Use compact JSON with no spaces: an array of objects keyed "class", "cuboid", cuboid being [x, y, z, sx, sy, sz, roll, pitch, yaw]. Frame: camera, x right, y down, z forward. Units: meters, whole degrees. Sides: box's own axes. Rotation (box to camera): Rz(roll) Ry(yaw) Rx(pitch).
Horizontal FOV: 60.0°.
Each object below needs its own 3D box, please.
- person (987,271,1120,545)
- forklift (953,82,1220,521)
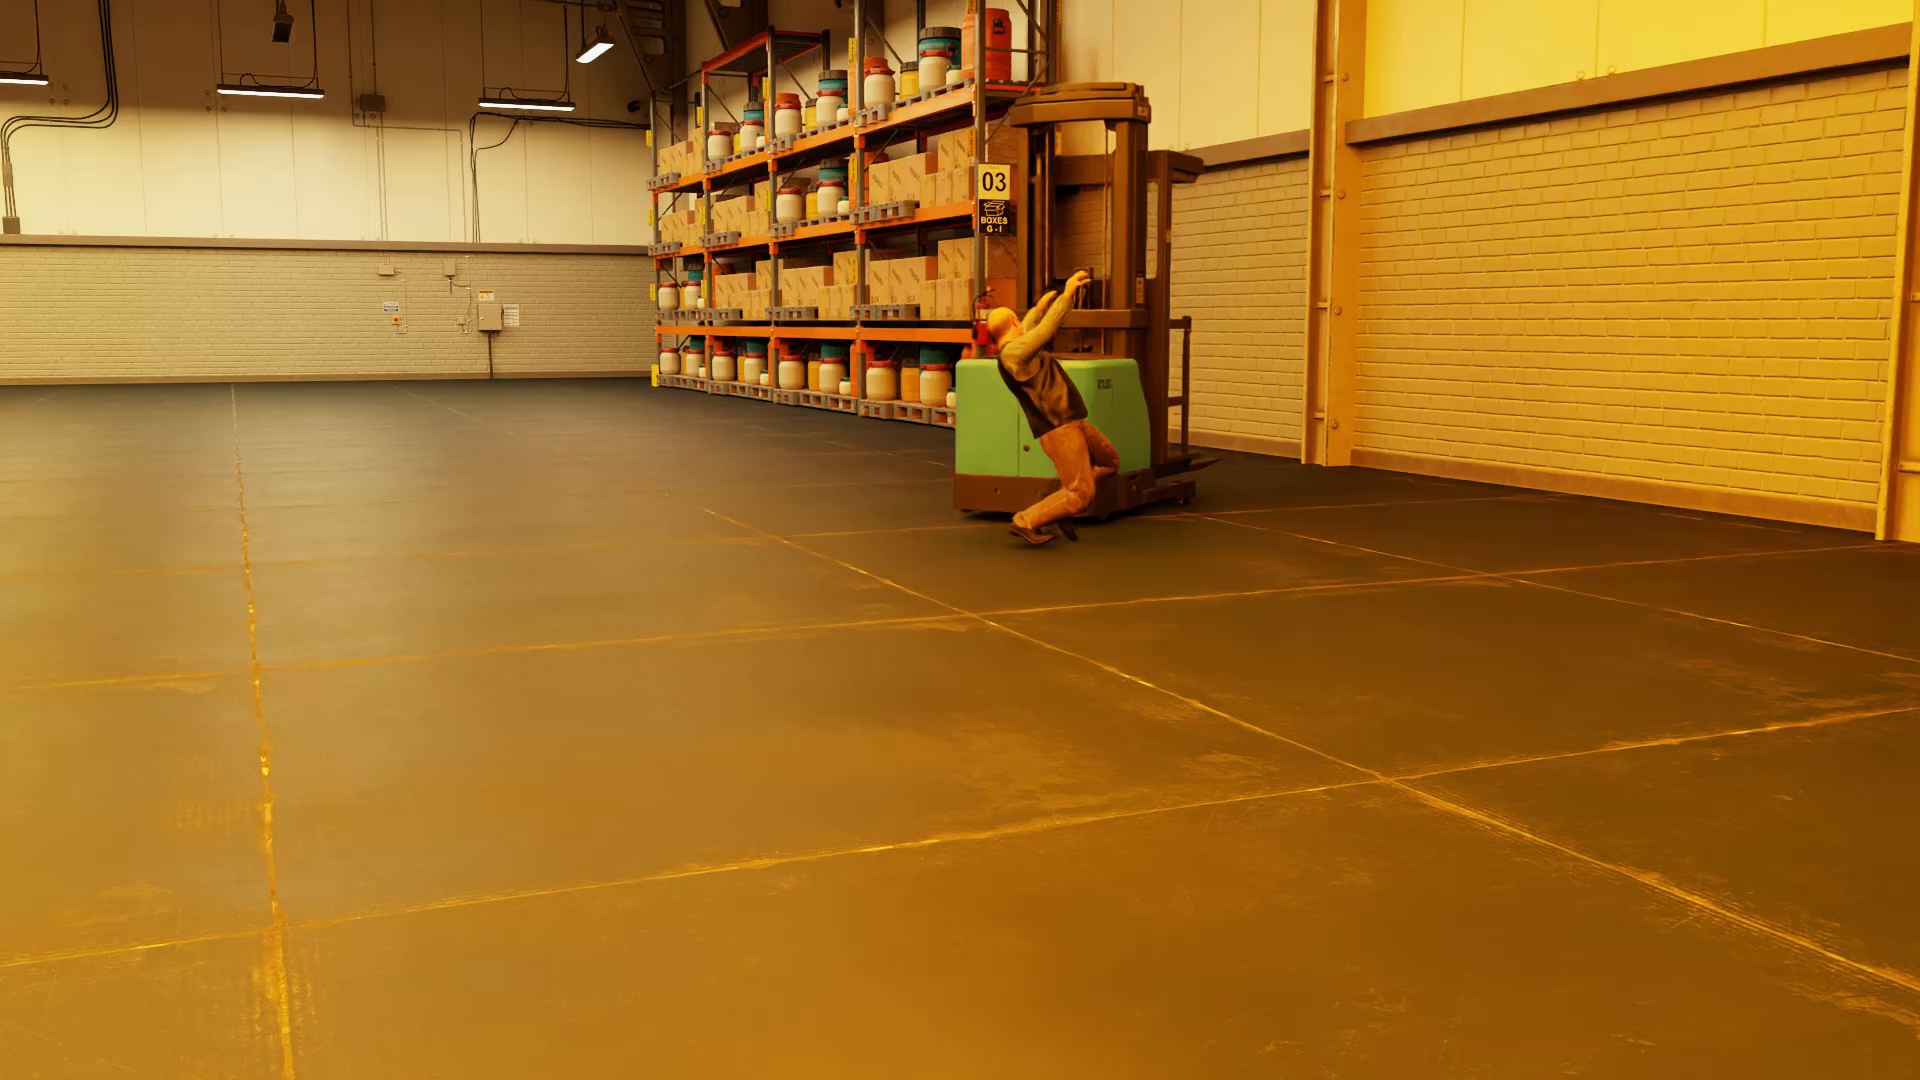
[{"class":"person","cuboid":[0.563,-0.778,9.959,0.787,1.630,1.015,1,8,8]},{"class":"forklift","cuboid":[1.093,-1.734,12.097,1.130,2.935,3.031,4,8,28]}]
